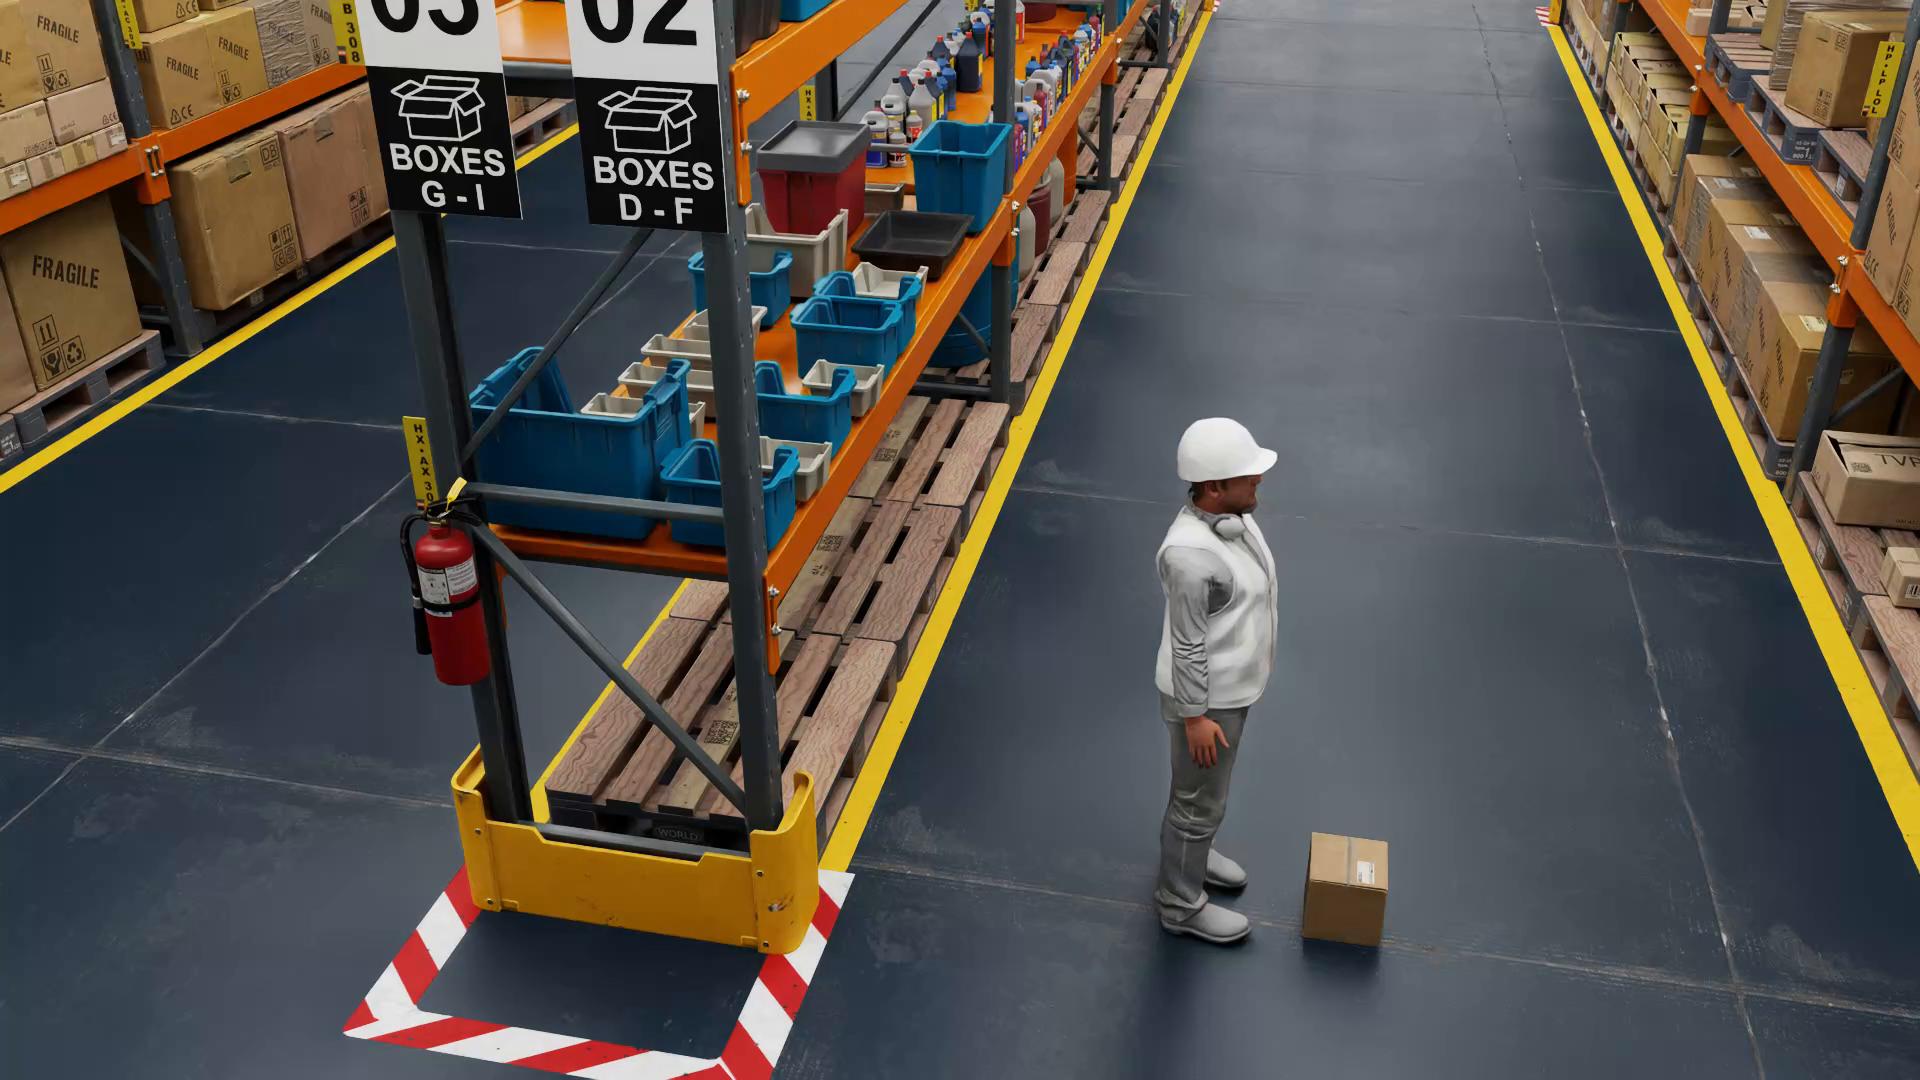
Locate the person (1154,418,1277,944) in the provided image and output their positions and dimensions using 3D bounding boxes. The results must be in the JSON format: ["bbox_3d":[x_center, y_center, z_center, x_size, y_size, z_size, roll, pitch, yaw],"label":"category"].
[{"bbox_3d":[0.821,0.444,5.264,0.401,1.777,0.569,10,30,18],"label":"person"}]
